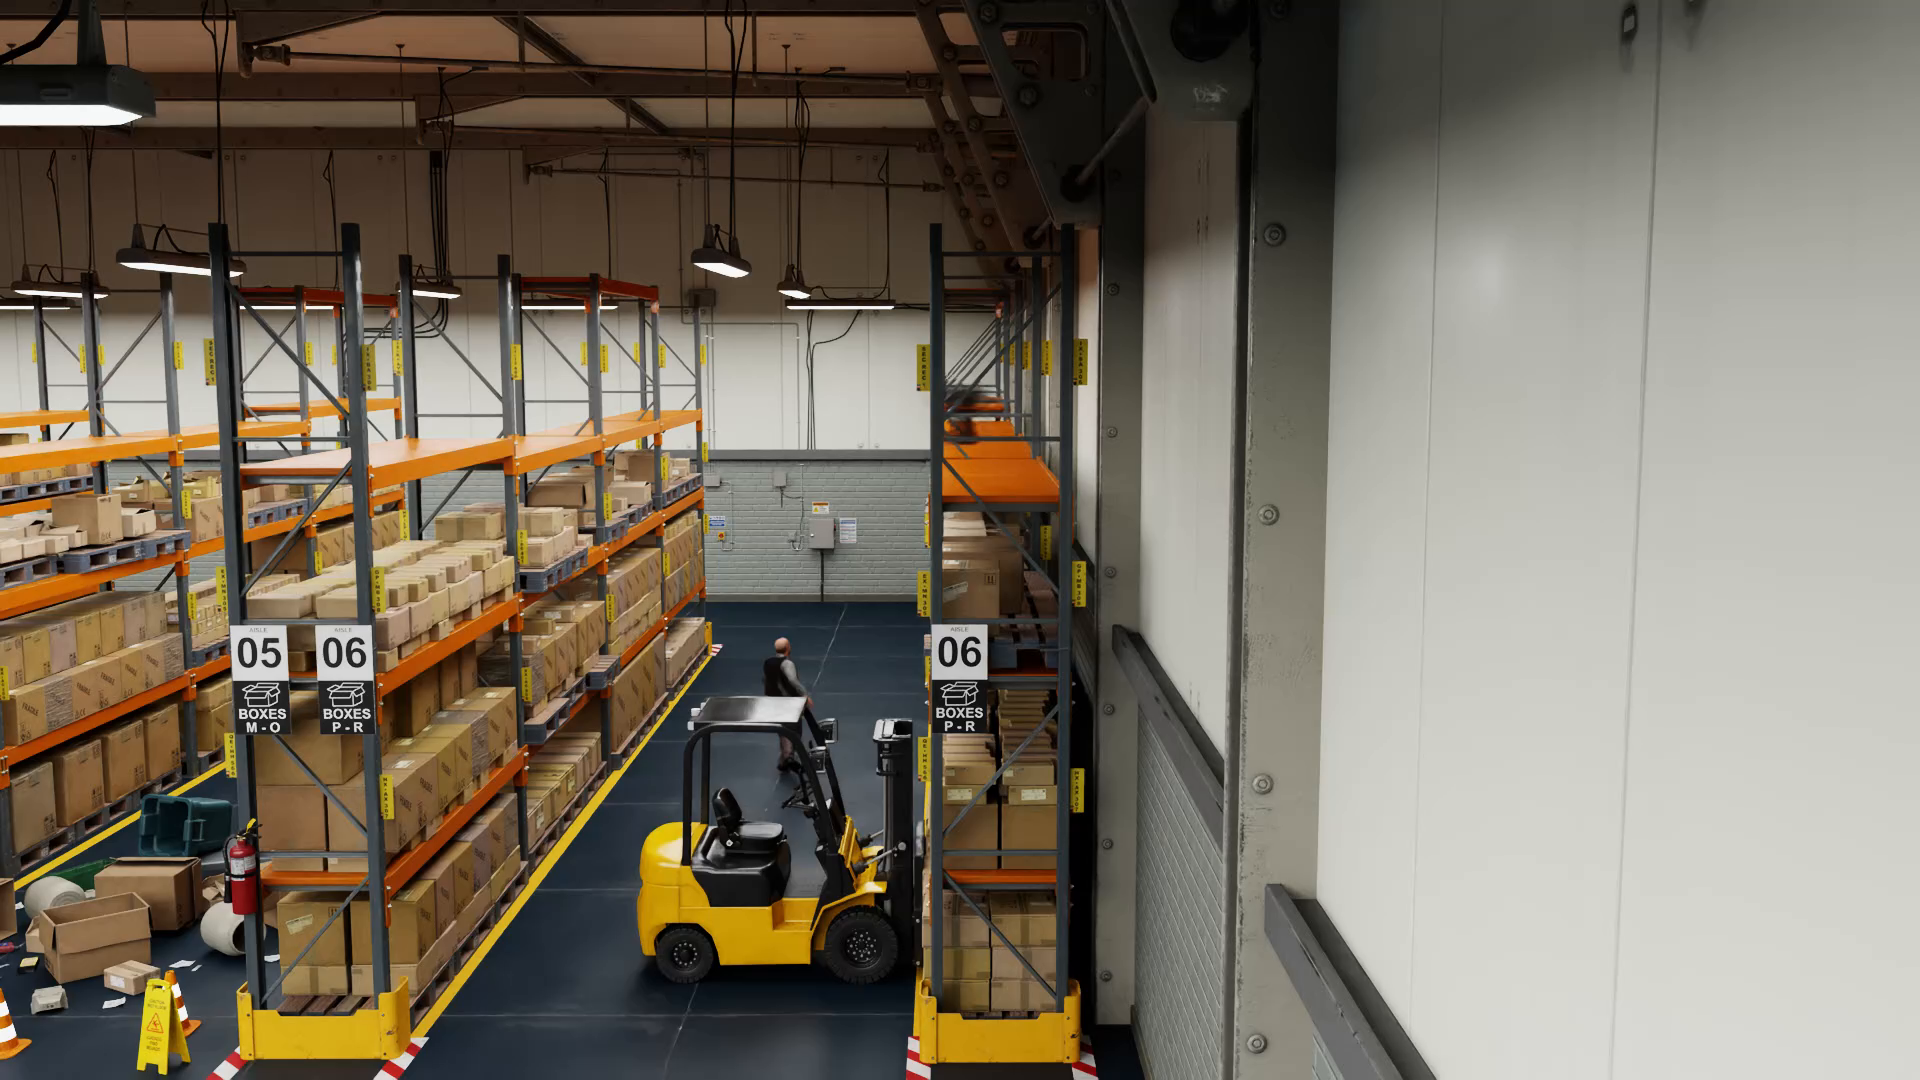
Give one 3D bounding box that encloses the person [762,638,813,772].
[{"bbox_3d":[-2.128,2.033,20.088,0.762,1.664,0.664,3,7,21],"label":"person"}]
